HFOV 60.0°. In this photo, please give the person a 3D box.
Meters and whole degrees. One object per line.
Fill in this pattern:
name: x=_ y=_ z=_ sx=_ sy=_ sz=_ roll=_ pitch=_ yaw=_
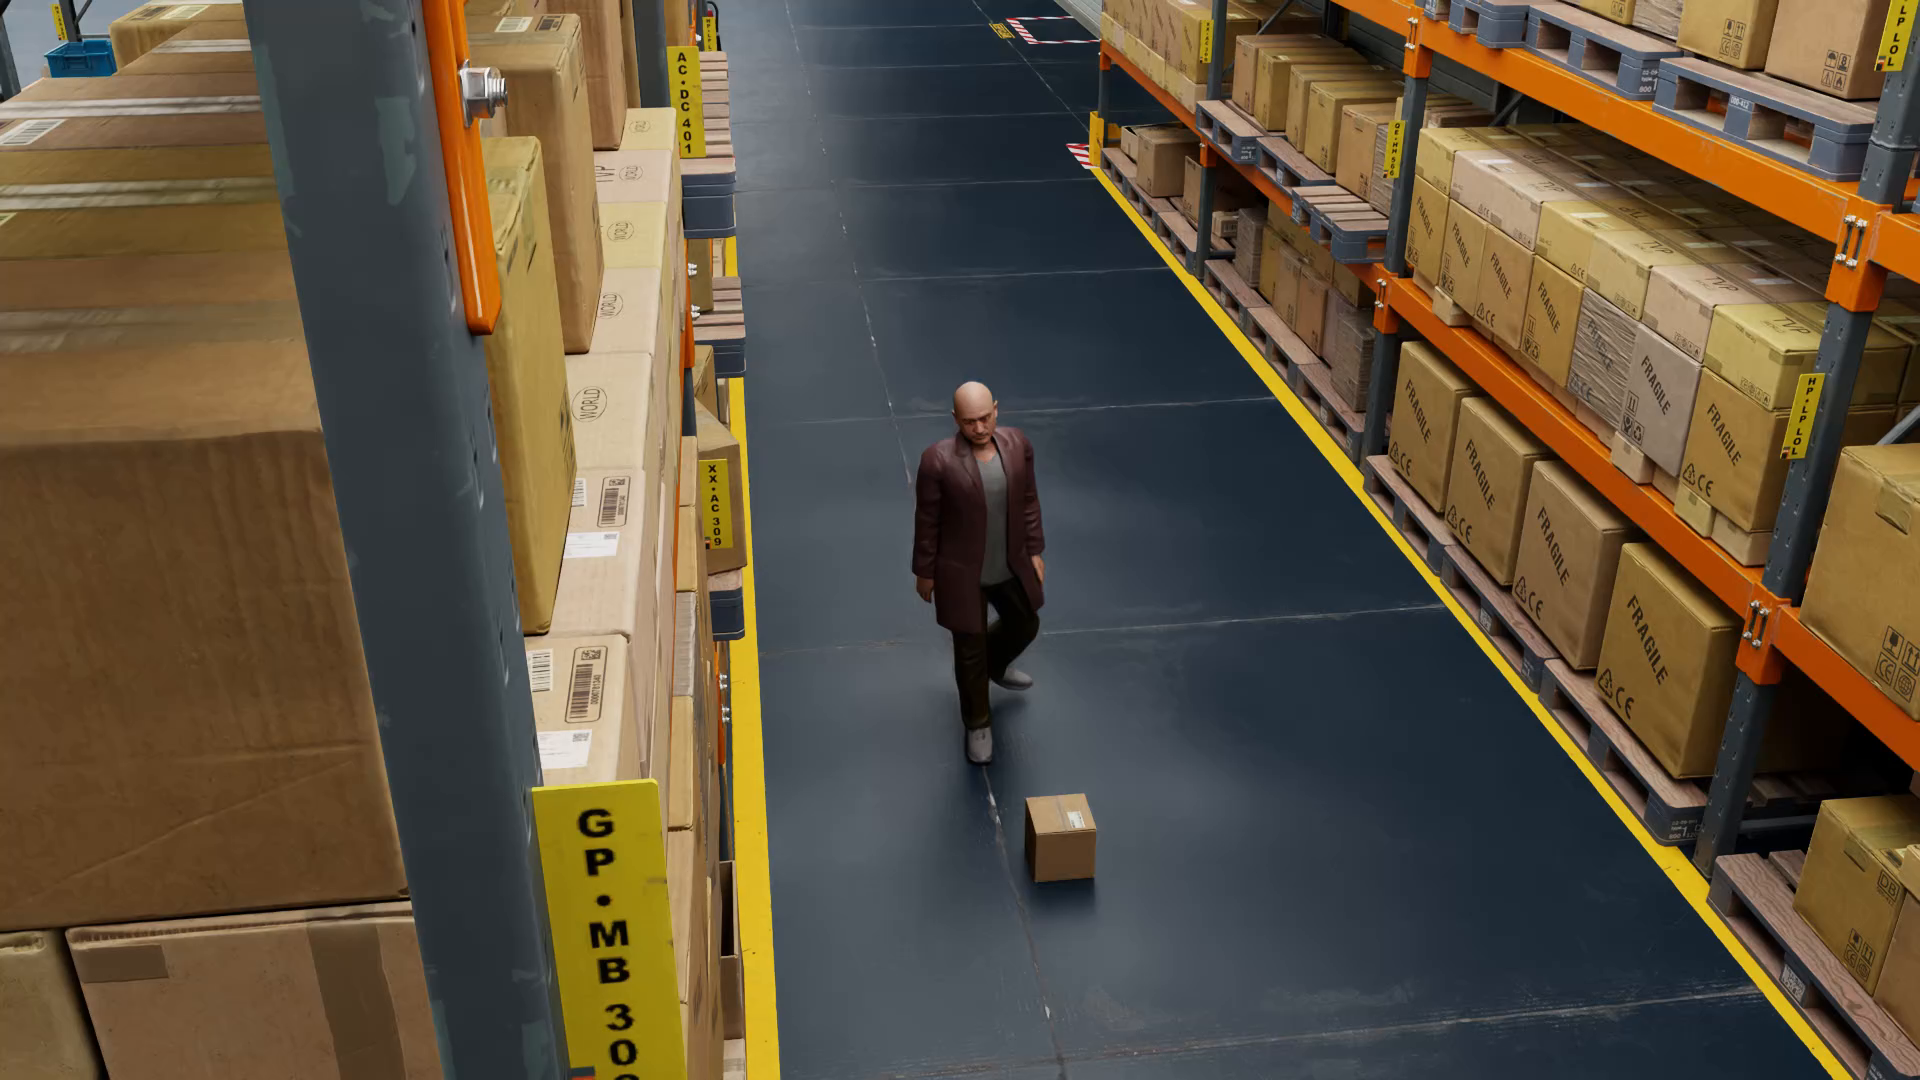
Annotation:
person: x=0.096 y=0.060 z=7.412 sx=0.661 sy=1.708 sz=0.630 roll=-12 pitch=29 yaw=-22
